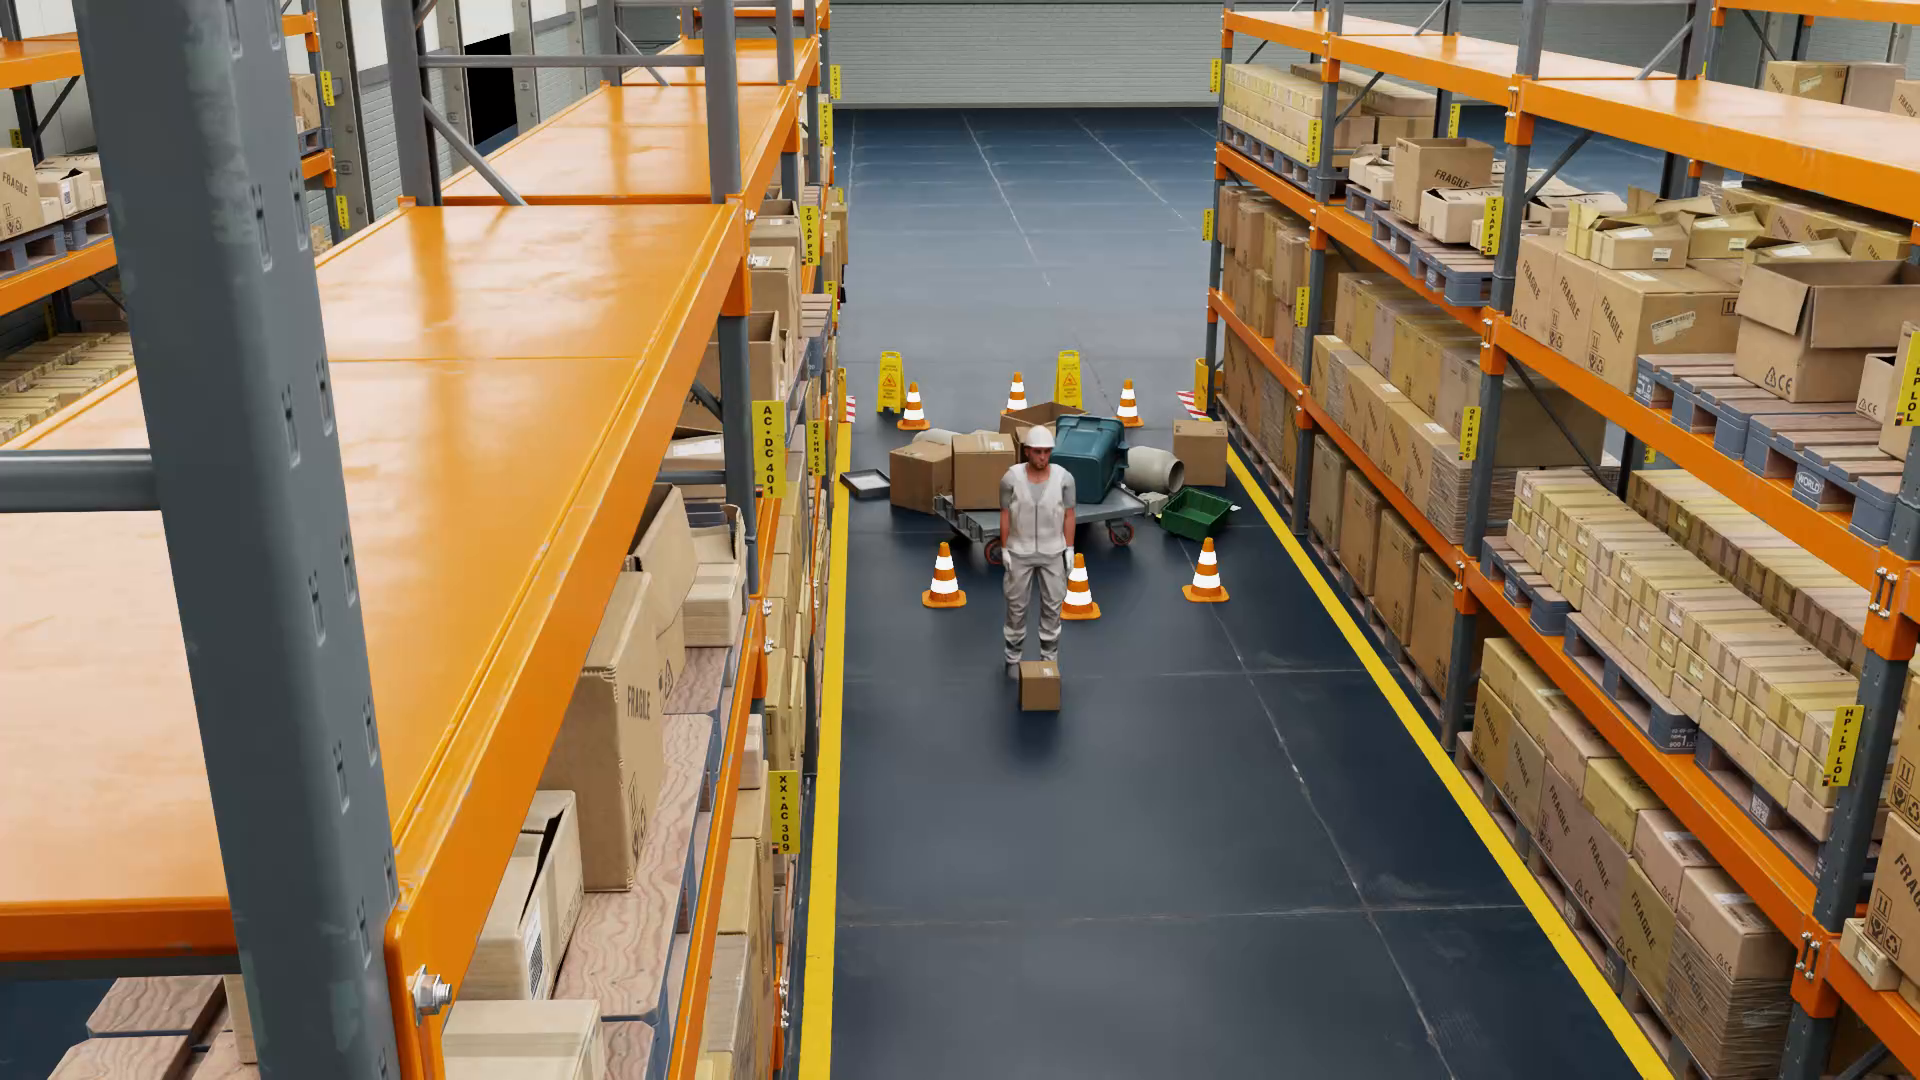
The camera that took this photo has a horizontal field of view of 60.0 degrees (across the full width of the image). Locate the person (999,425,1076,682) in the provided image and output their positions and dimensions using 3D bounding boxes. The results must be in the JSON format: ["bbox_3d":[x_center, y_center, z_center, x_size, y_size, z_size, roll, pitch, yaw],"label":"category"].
[{"bbox_3d":[0.524,0.096,11.305,0.524,1.799,0.341,-1,20,-2],"label":"person"}]
